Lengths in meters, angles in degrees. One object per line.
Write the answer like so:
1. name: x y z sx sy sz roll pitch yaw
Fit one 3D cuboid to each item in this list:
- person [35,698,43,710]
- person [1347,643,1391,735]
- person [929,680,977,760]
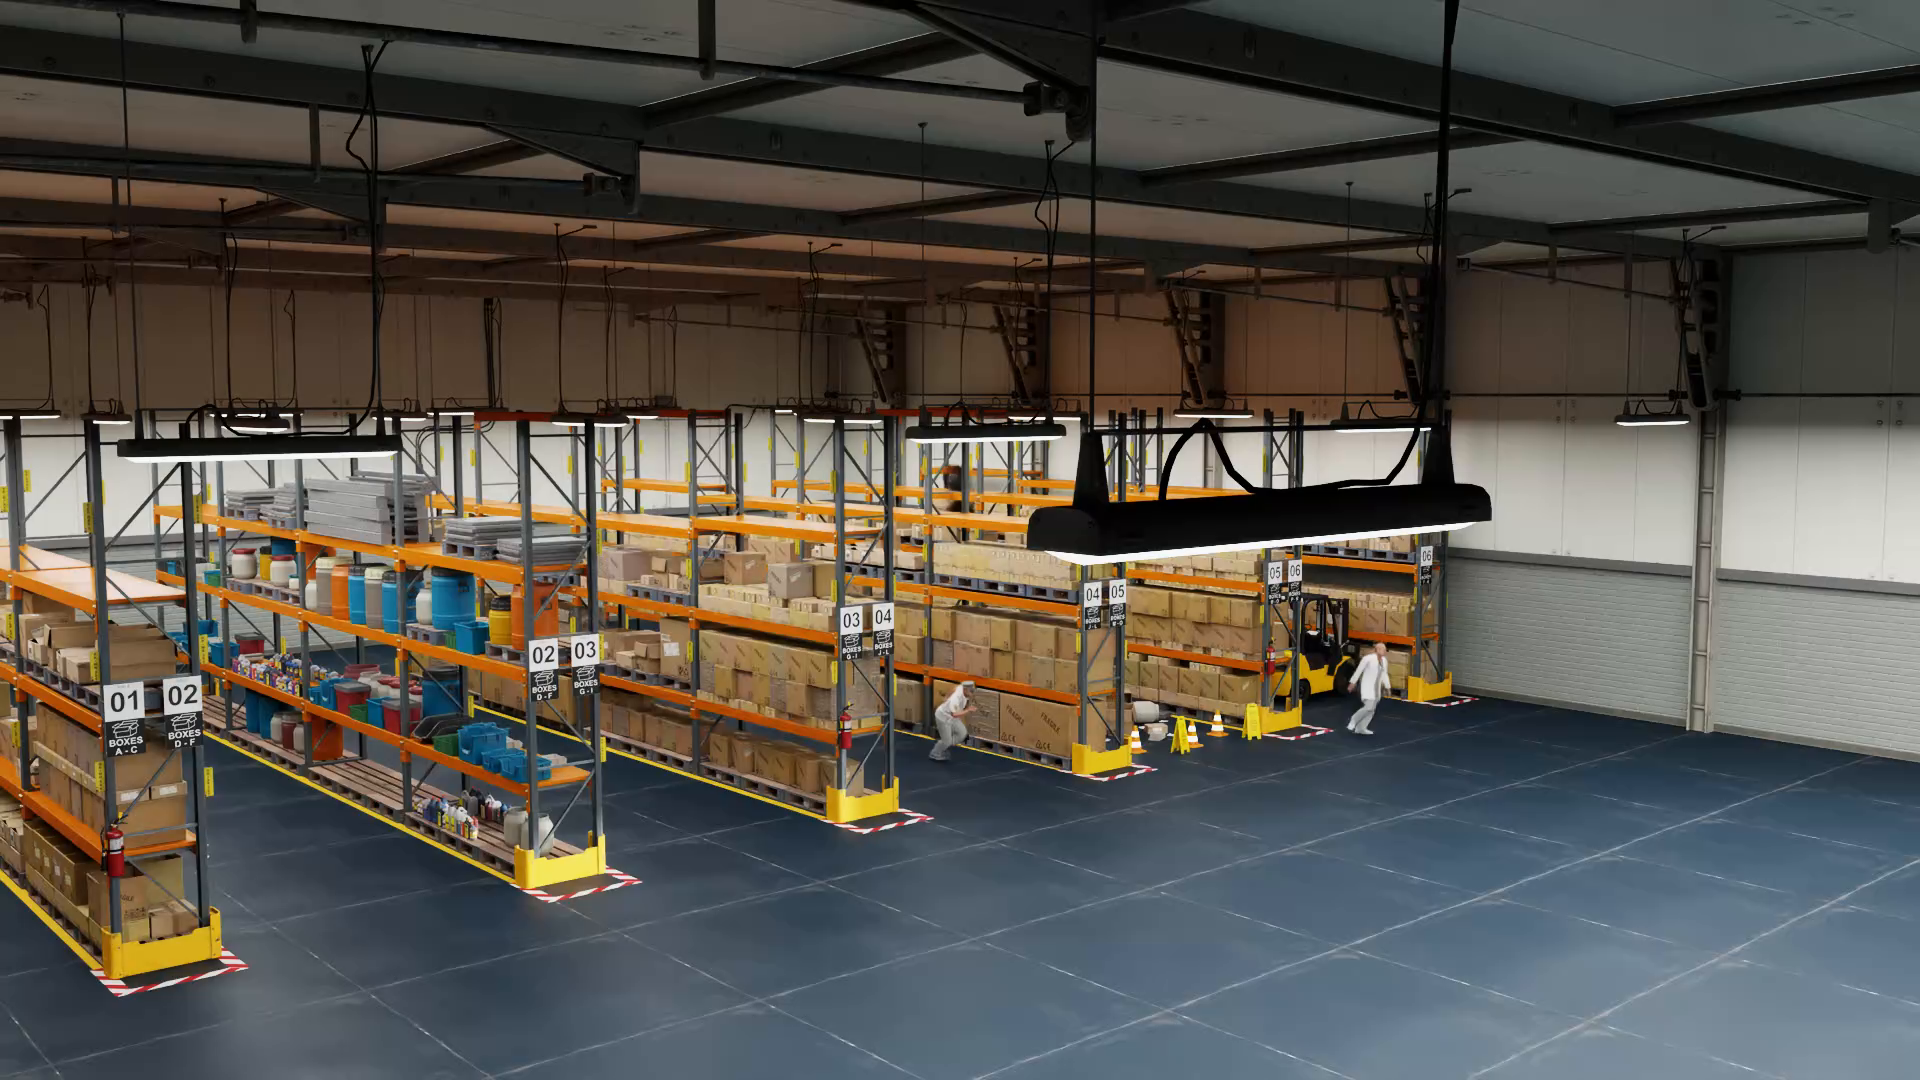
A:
1. person: -15.755 3.078 28.821 0.890 1.479 0.632 3 6 29
2. person: 7.598 2.762 30.863 0.741 1.738 0.562 -4 6 -36
3. person: -0.108 3.099 28.495 1.023 1.465 0.653 3 6 30
